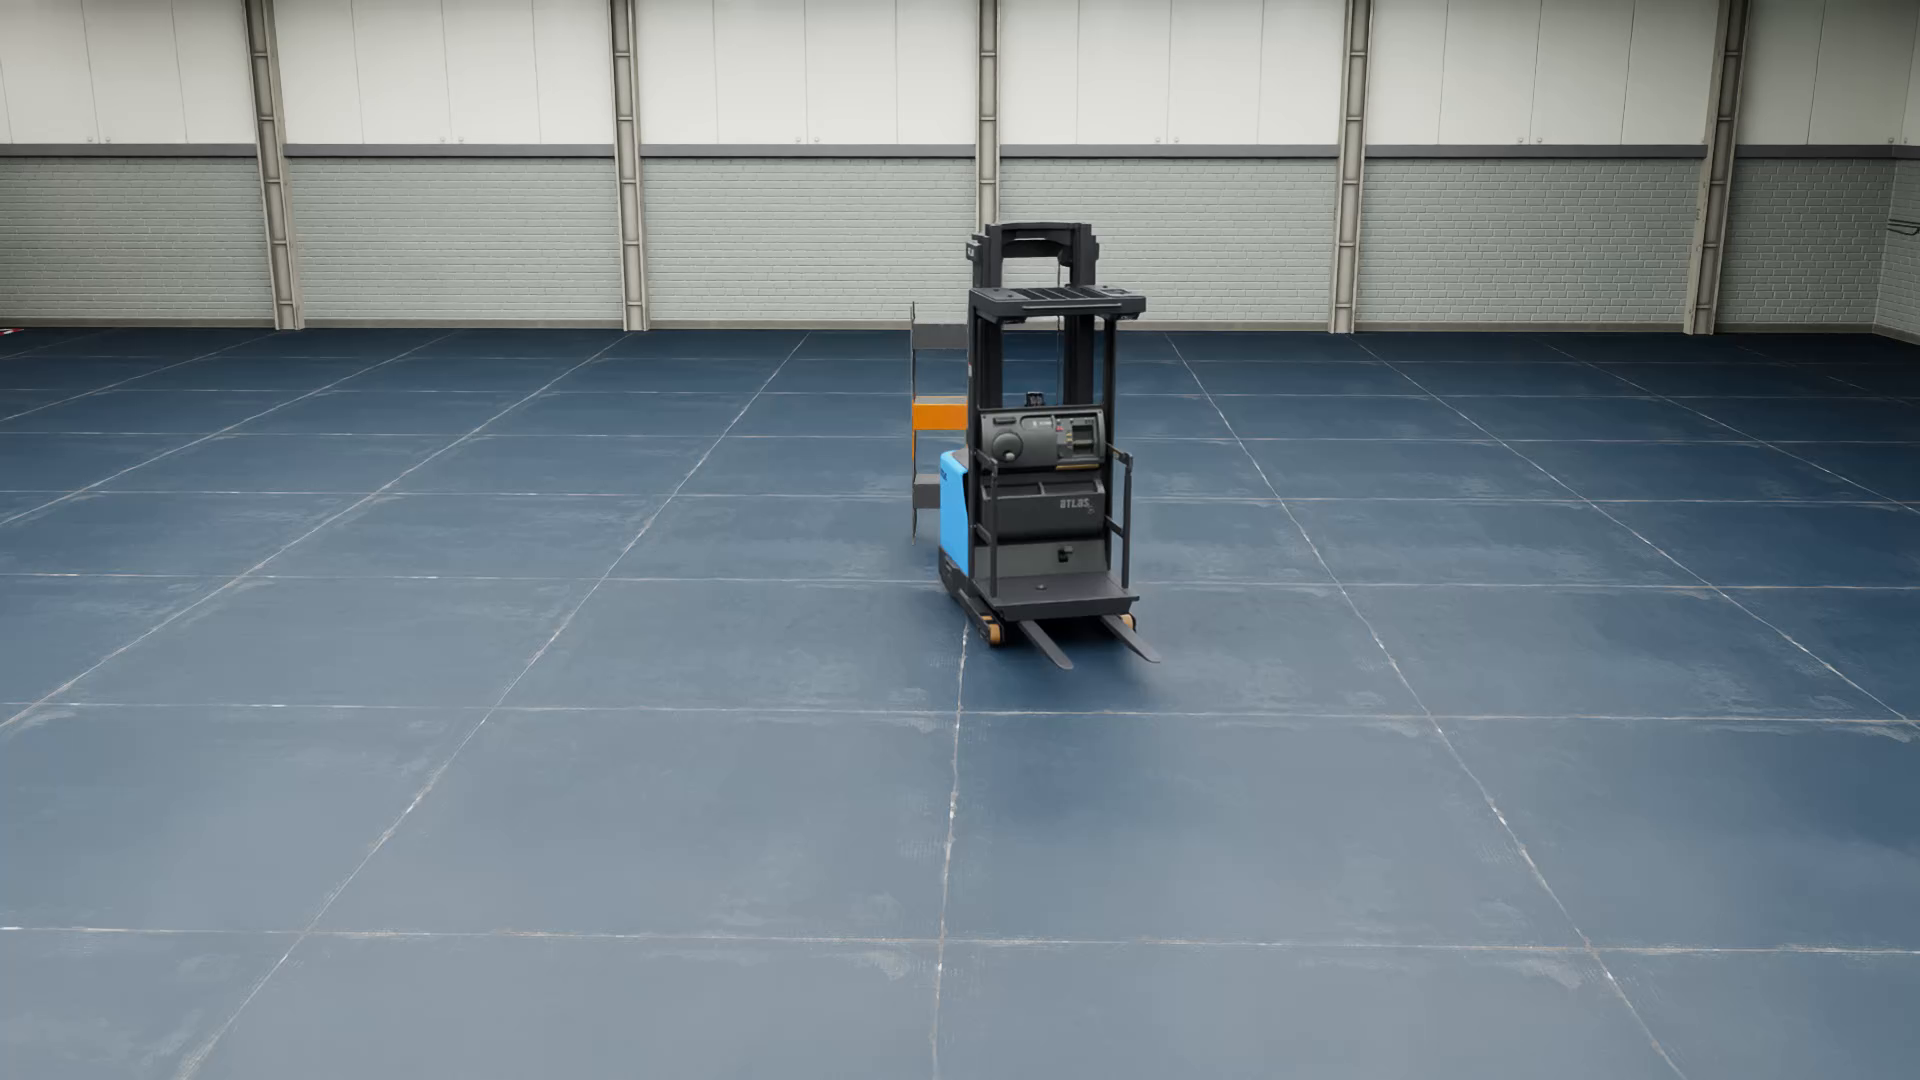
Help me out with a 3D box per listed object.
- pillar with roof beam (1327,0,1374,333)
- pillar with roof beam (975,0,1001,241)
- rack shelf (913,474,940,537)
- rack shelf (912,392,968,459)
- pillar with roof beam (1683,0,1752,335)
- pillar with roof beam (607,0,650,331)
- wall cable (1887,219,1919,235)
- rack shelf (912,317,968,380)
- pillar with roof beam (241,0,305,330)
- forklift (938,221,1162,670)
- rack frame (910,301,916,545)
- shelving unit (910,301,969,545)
[{"bbox_3d":[6.348,-6.782,22.907,0.400,9.000,9.100,0,15,1],"label":"pillar with roof beam"},{"bbox_3d":[0.350,-6.821,23.055,0.400,9.000,9.100,0,15,1],"label":"pillar with roof beam"},{"bbox_3d":[-0.165,-0.326,14.758,0.480,0.518,0.431,0,15,1],"label":"rack shelf"},{"bbox_3d":[-0.165,-1.003,14.580,0.480,0.518,0.431,0,15,1],"label":"rack shelf"},{"bbox_3d":[12.346,-6.743,22.759,0.400,9.000,9.100,0,15,1],"label":"pillar with roof beam"},{"bbox_3d":[-5.648,-6.860,23.203,0.400,9.000,9.100,0,15,1],"label":"pillar with roof beam"},{"bbox_3d":[15.368,-5.983,25.965,0.112,2.526,3.097,0,15,1],"label":"wall cable"},{"bbox_3d":[-0.165,-1.680,14.401,0.480,0.518,0.431,0,15,1],"label":"rack shelf"},{"bbox_3d":[-11.646,-6.900,23.351,0.400,9.000,9.100,0,15,1],"label":"pillar with roof beam"},{"bbox_3d":[0.659,-0.759,11.970,1.130,2.935,3.031,-3,15,-13],"label":"forklift"},{"bbox_3d":[-0.409,-1.018,14.582,0.015,2.100,0.400,0,15,1],"label":"rack frame"},{"bbox_3d":[-0.165,-1.016,14.576,0.503,2.100,0.431,0,15,1],"label":"shelving unit"}]
